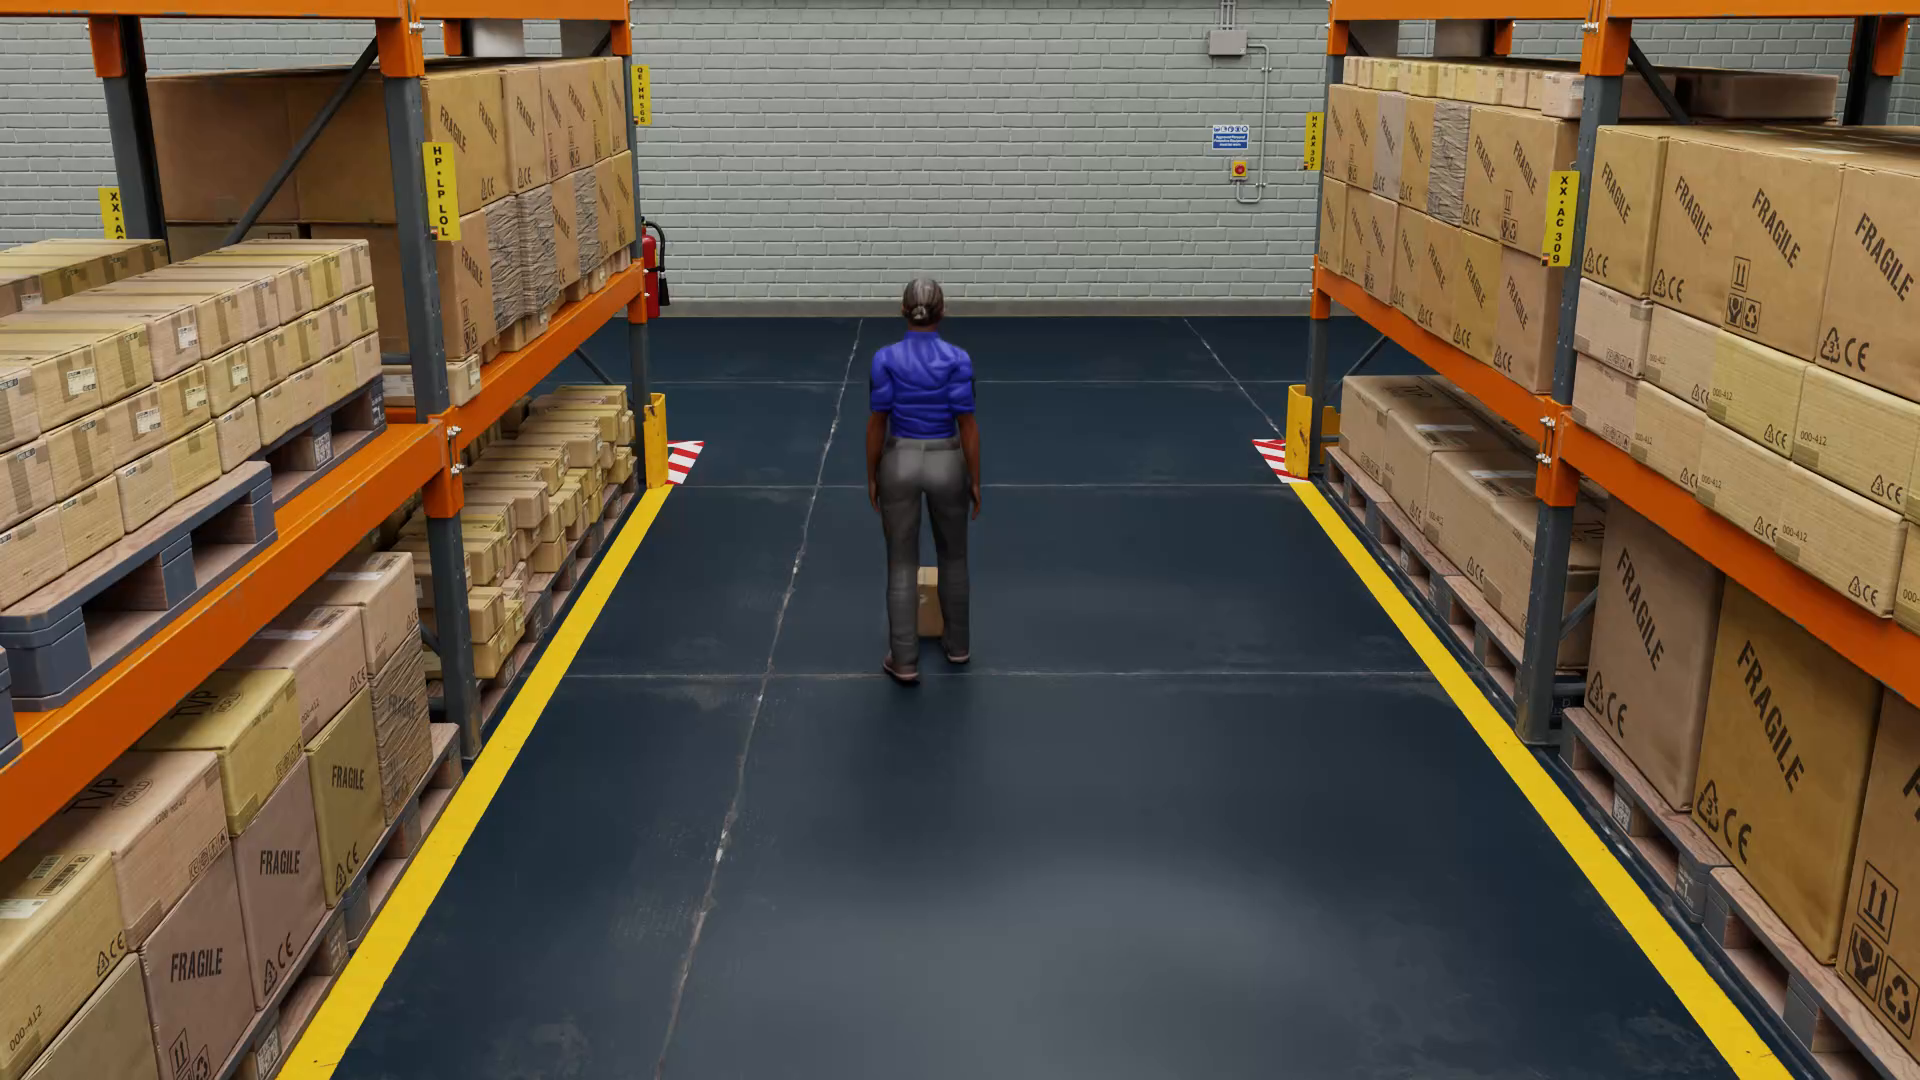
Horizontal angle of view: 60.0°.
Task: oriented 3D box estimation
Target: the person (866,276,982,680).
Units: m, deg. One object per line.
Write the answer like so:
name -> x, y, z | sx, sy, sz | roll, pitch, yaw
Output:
person -> -0.147, -0.268, 6.881 | 0.471, 1.655, 0.538 | 0, 17, -1
